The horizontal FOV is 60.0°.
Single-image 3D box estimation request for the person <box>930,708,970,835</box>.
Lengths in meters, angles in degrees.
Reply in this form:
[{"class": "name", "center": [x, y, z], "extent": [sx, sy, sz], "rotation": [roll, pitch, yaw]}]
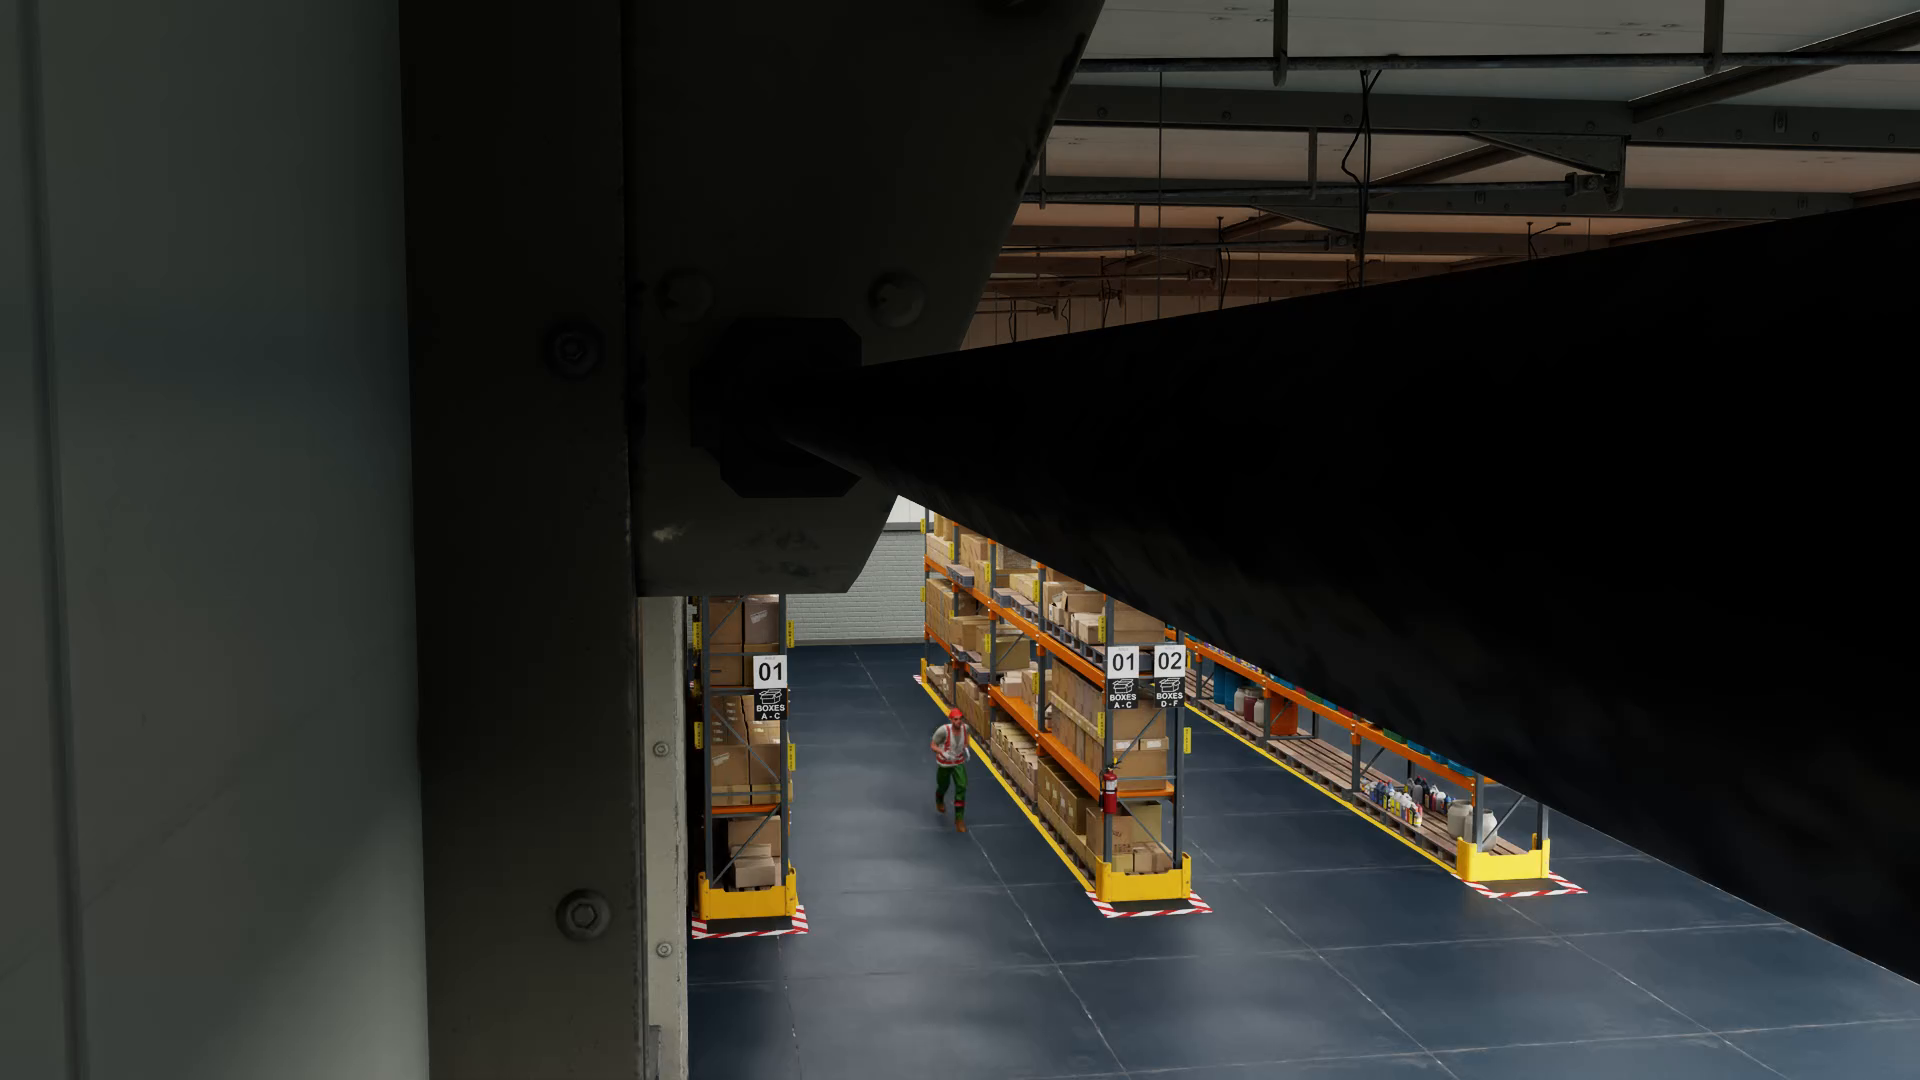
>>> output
[{"class": "person", "center": [-0.147, 3.310, 24.372], "extent": [0.658, 1.779, 1.126], "rotation": [-2, 5, -17]}]
